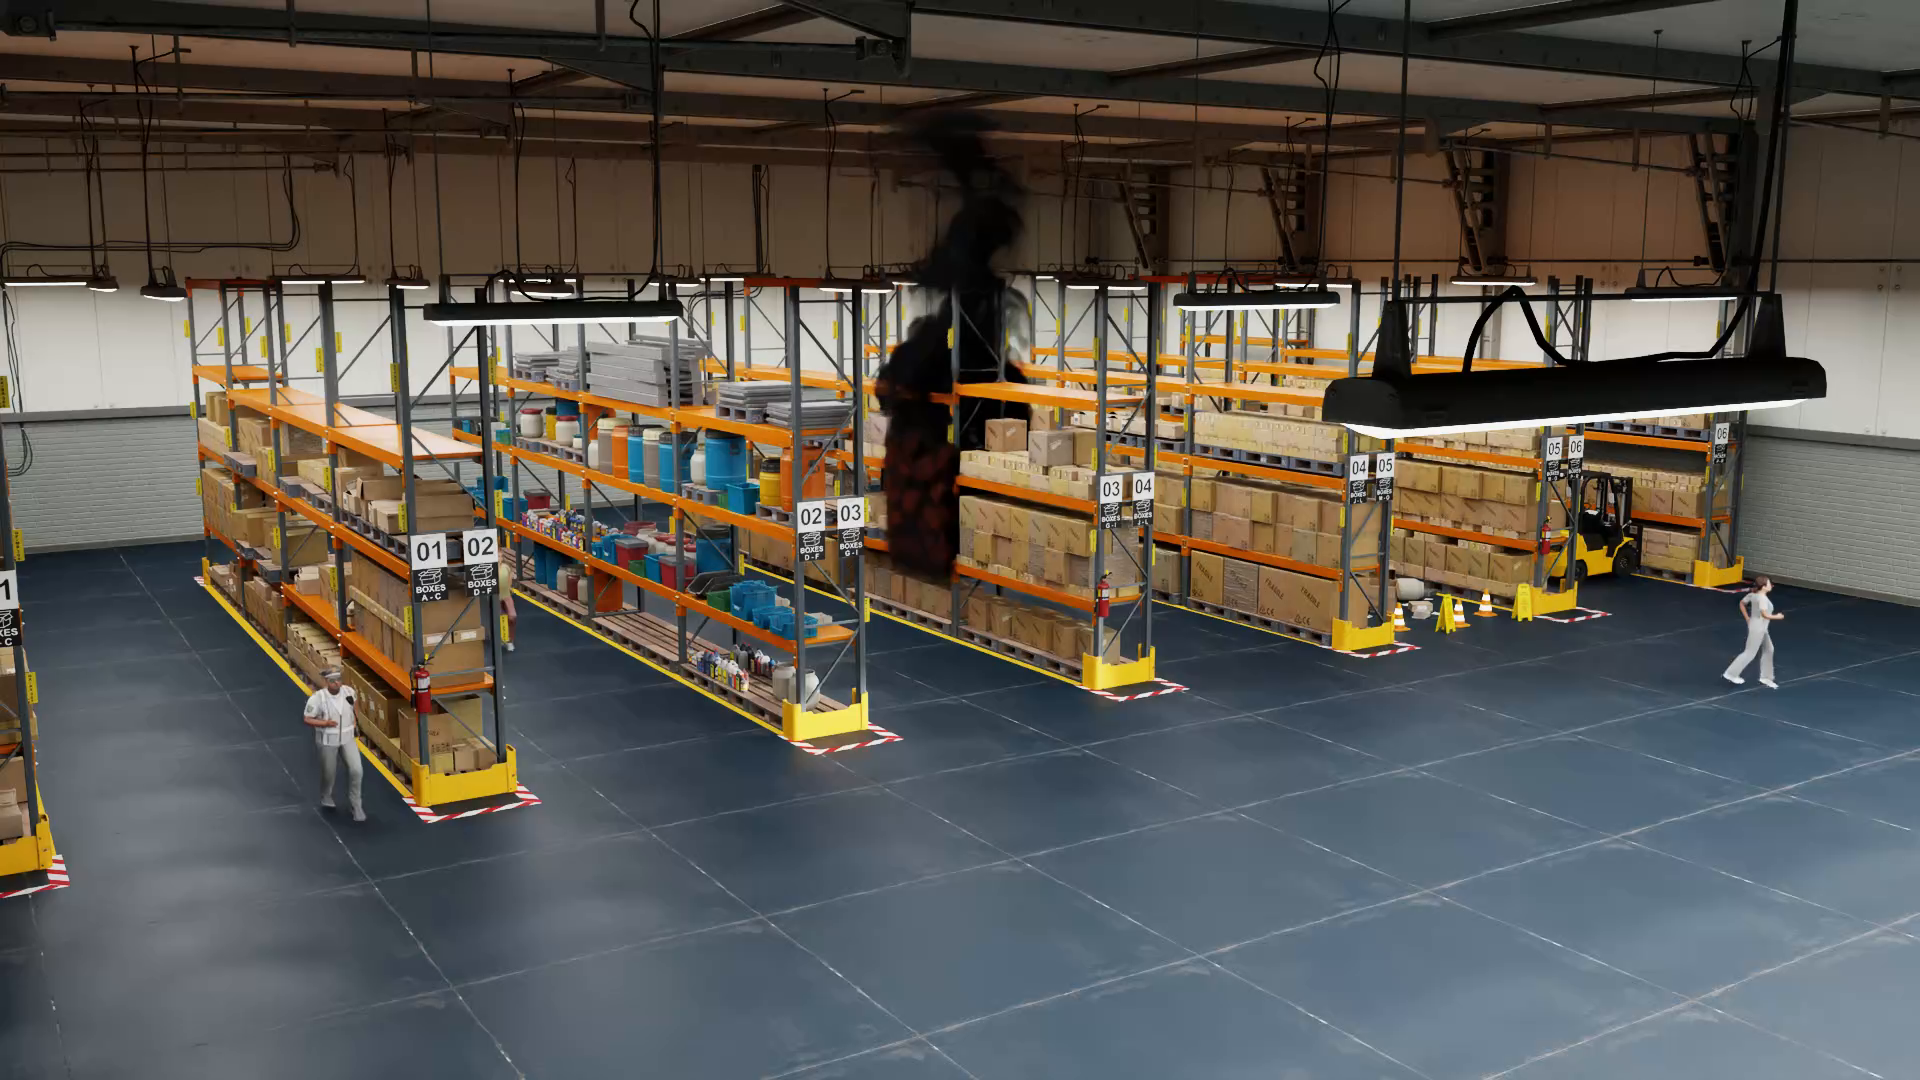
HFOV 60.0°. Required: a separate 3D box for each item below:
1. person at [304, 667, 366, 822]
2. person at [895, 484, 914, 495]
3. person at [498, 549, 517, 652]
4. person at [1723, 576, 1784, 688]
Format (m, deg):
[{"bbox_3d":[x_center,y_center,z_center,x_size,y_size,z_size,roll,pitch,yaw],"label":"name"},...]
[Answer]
[{"bbox_3d":[-7.171,2.315,19.073,0.678,1.832,0.851,-7,12,-36],"label":"person"},{"bbox_3d":[-1.350,-1.592,42.600,0.561,1.624,0.608,-7,12,-36],"label":"person"},{"bbox_3d":[-7.517,0.989,27.164,0.556,1.710,0.711,-7,12,-35],"label":"person"},{"bbox_3d":[11.855,1.383,24.785,0.807,1.713,0.552,3,10,15],"label":"person"}]
